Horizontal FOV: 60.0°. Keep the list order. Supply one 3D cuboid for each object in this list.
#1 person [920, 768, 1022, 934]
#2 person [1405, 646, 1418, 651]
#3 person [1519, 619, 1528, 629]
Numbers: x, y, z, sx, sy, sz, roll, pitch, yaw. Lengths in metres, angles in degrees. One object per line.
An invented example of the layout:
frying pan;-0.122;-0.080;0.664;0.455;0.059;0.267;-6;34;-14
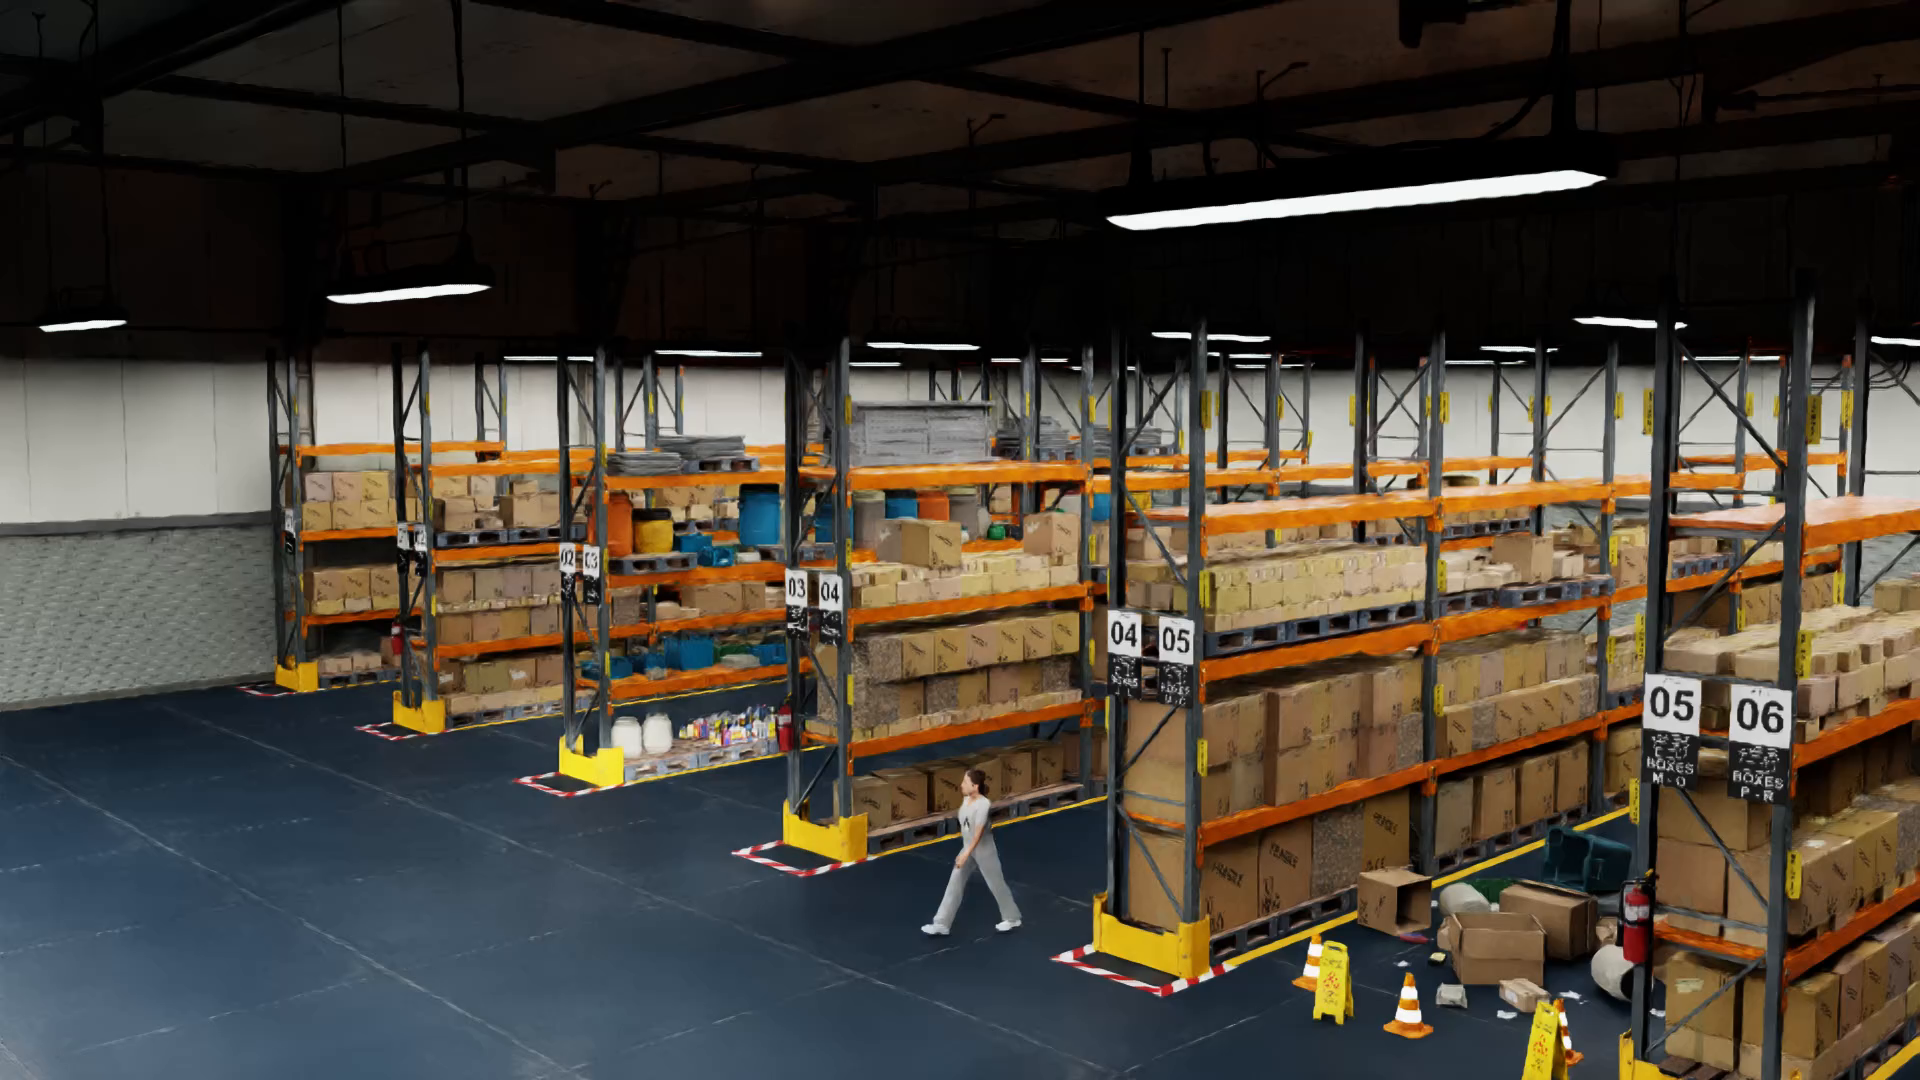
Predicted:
person;0.136;2.971;15.888;1.007;1.599;0.446;-3;6;-33
person;6.210;2.317;22.791;0.463;1.731;0.598;2;5;19
person;9.309;1.935;27.145;0.402;1.734;0.684;3;6;35
